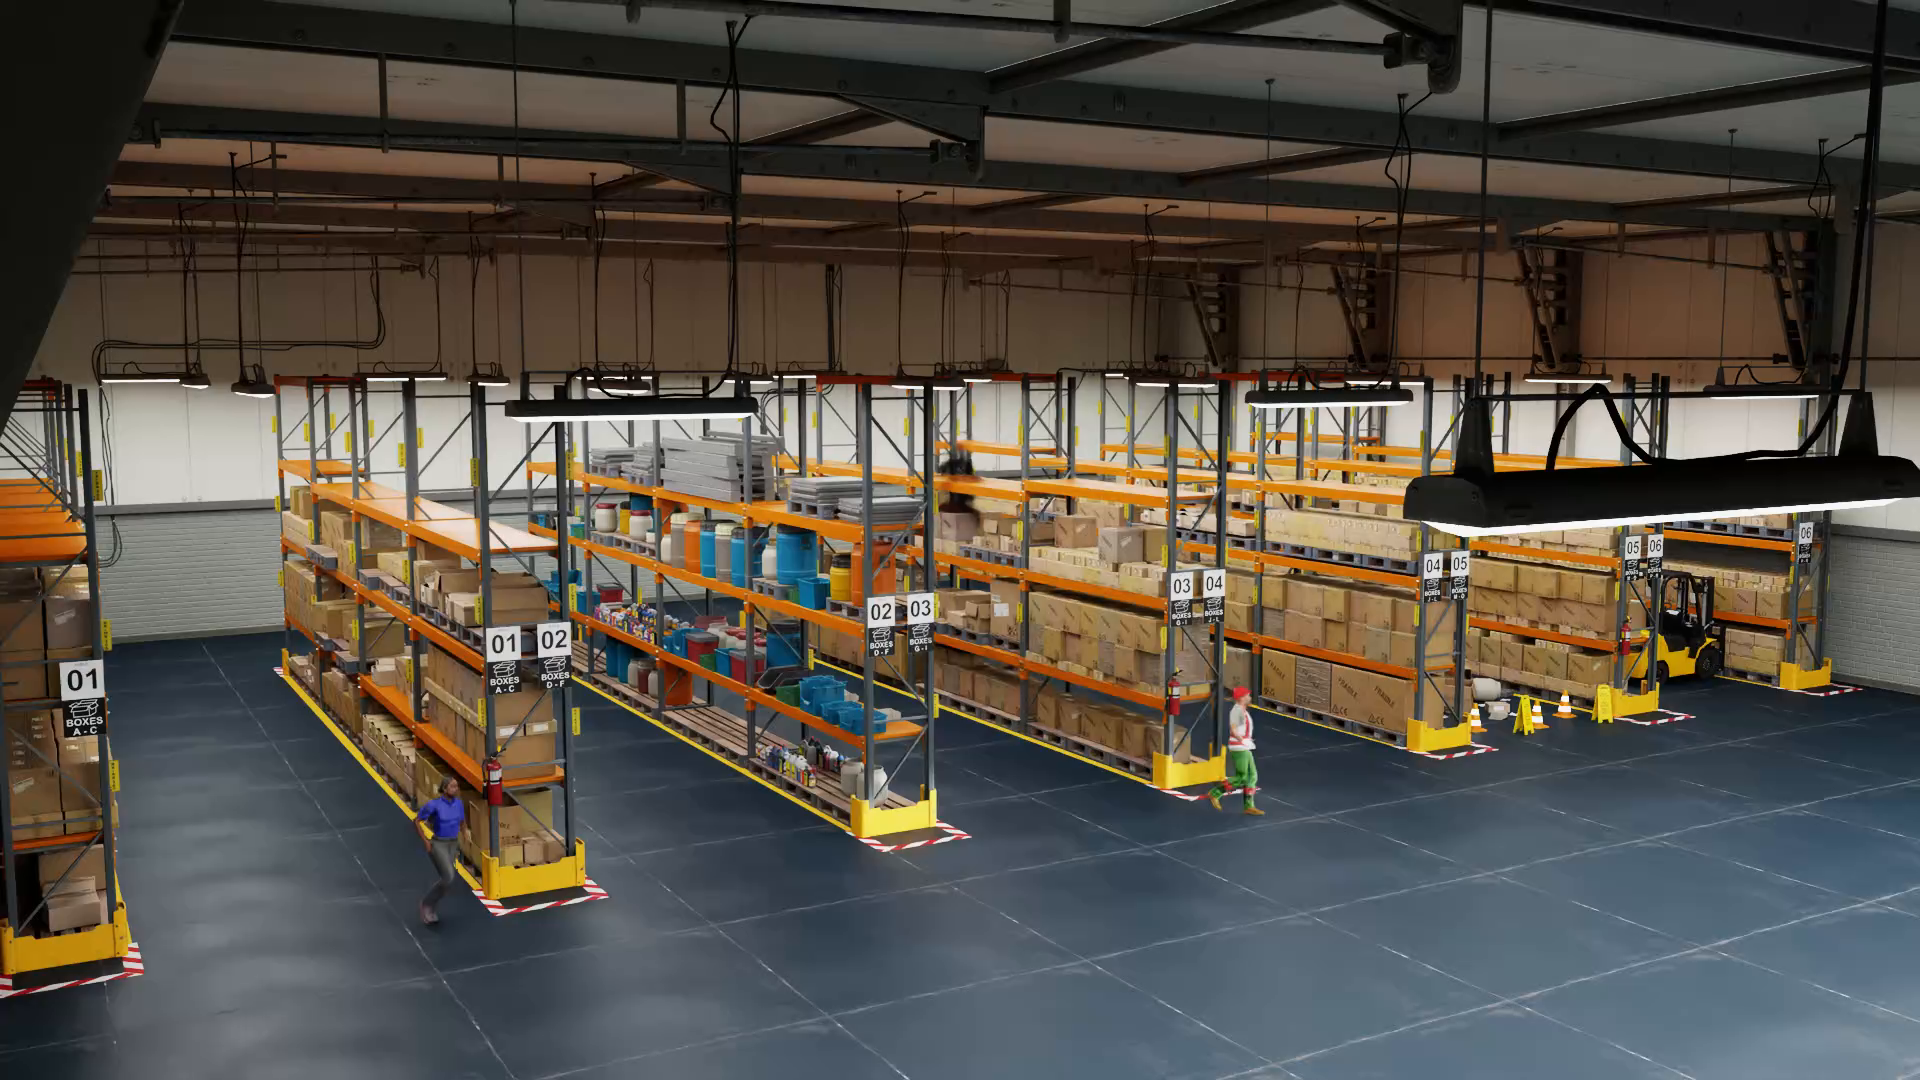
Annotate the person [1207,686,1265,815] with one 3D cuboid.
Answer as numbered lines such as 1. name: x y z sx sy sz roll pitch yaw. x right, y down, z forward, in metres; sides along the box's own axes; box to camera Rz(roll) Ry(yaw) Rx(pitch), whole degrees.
1. person: 3.886 2.920 23.256 0.803 1.743 0.723 1 6 13

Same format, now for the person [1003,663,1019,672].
1. person: 1.086 1.991 32.278 0.592 1.638 0.532 -4 7 -33

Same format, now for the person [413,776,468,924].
1. person: -5.793 3.481 18.738 0.555 1.602 0.631 3 7 29
